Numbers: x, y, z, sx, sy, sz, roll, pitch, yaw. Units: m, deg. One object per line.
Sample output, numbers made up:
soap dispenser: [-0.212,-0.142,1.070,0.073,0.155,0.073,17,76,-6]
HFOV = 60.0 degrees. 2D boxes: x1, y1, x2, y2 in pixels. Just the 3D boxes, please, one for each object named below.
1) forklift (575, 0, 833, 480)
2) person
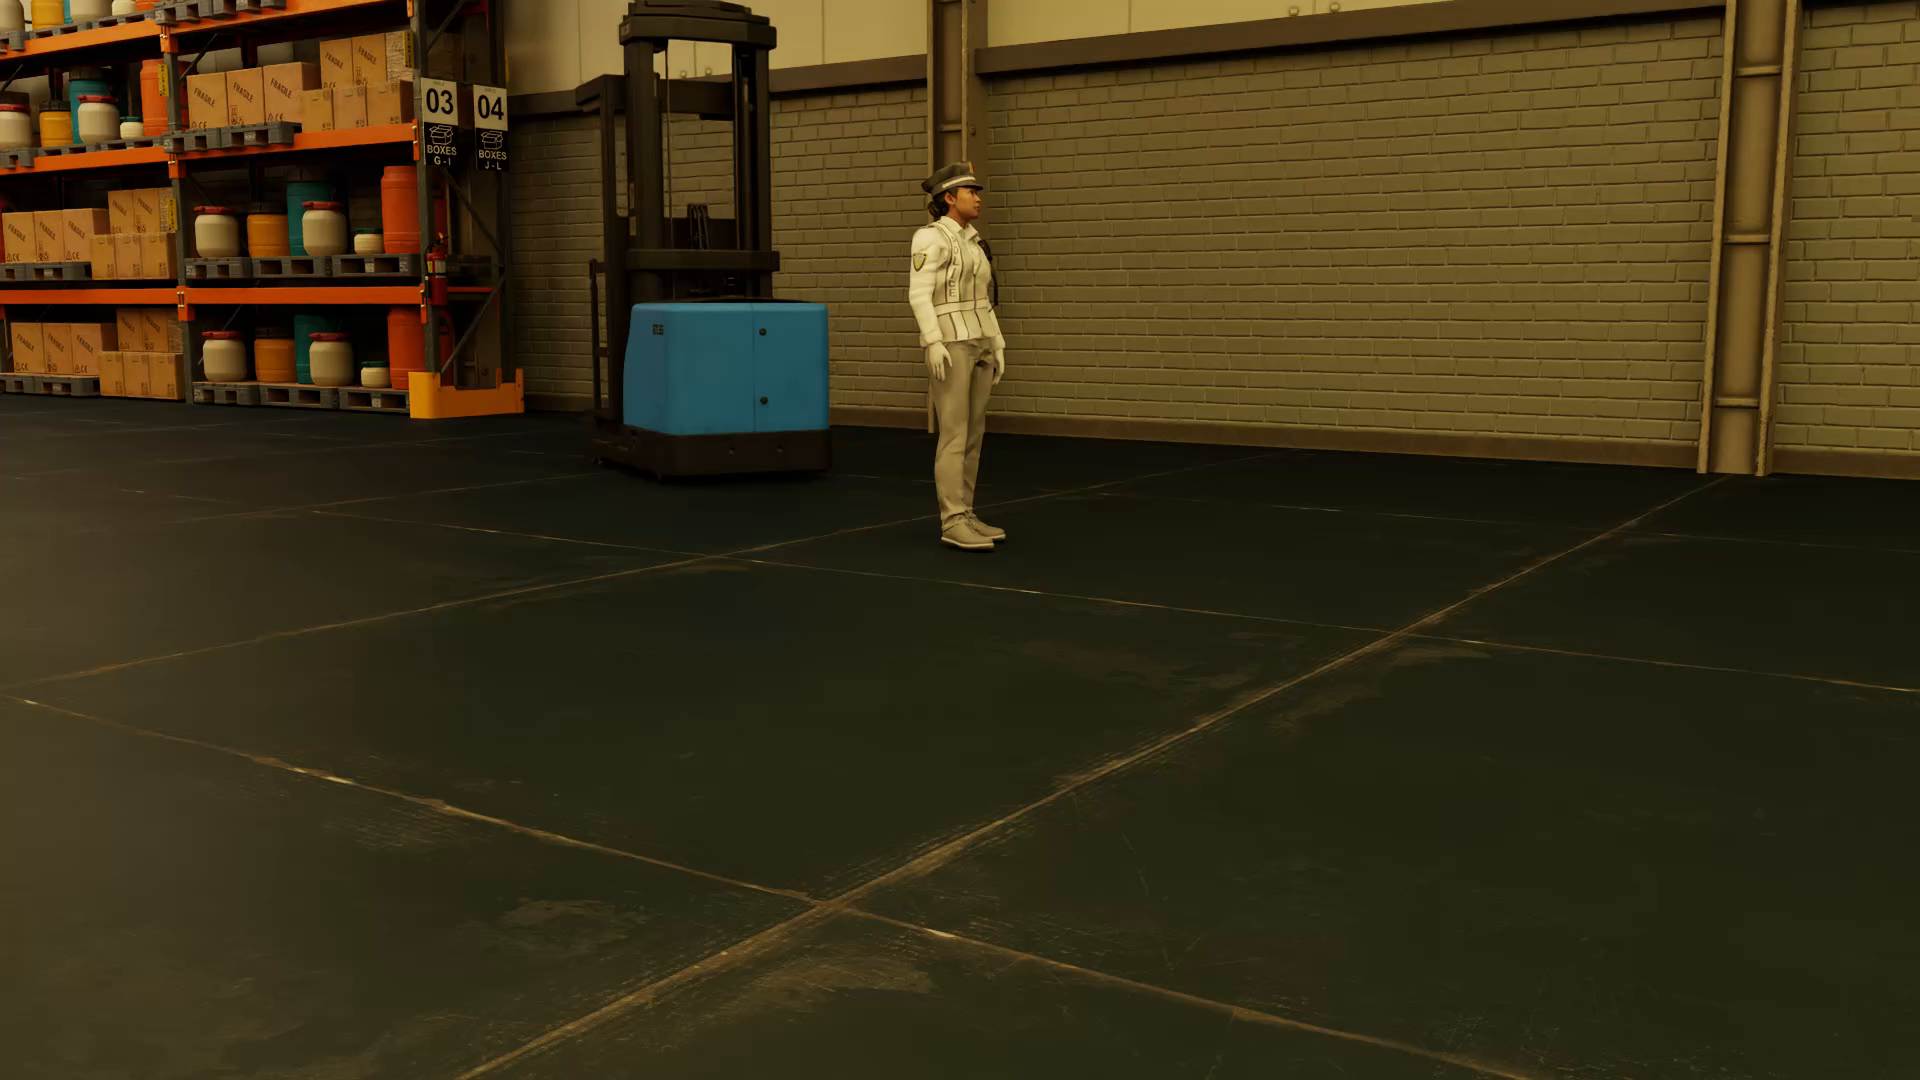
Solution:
forklift: [-1.888,-1.973,11.070,1.130,2.935,3.031,-4,9,-26]
person: [0.048,-0.839,7.433,0.531,1.695,0.570,5,10,34]
